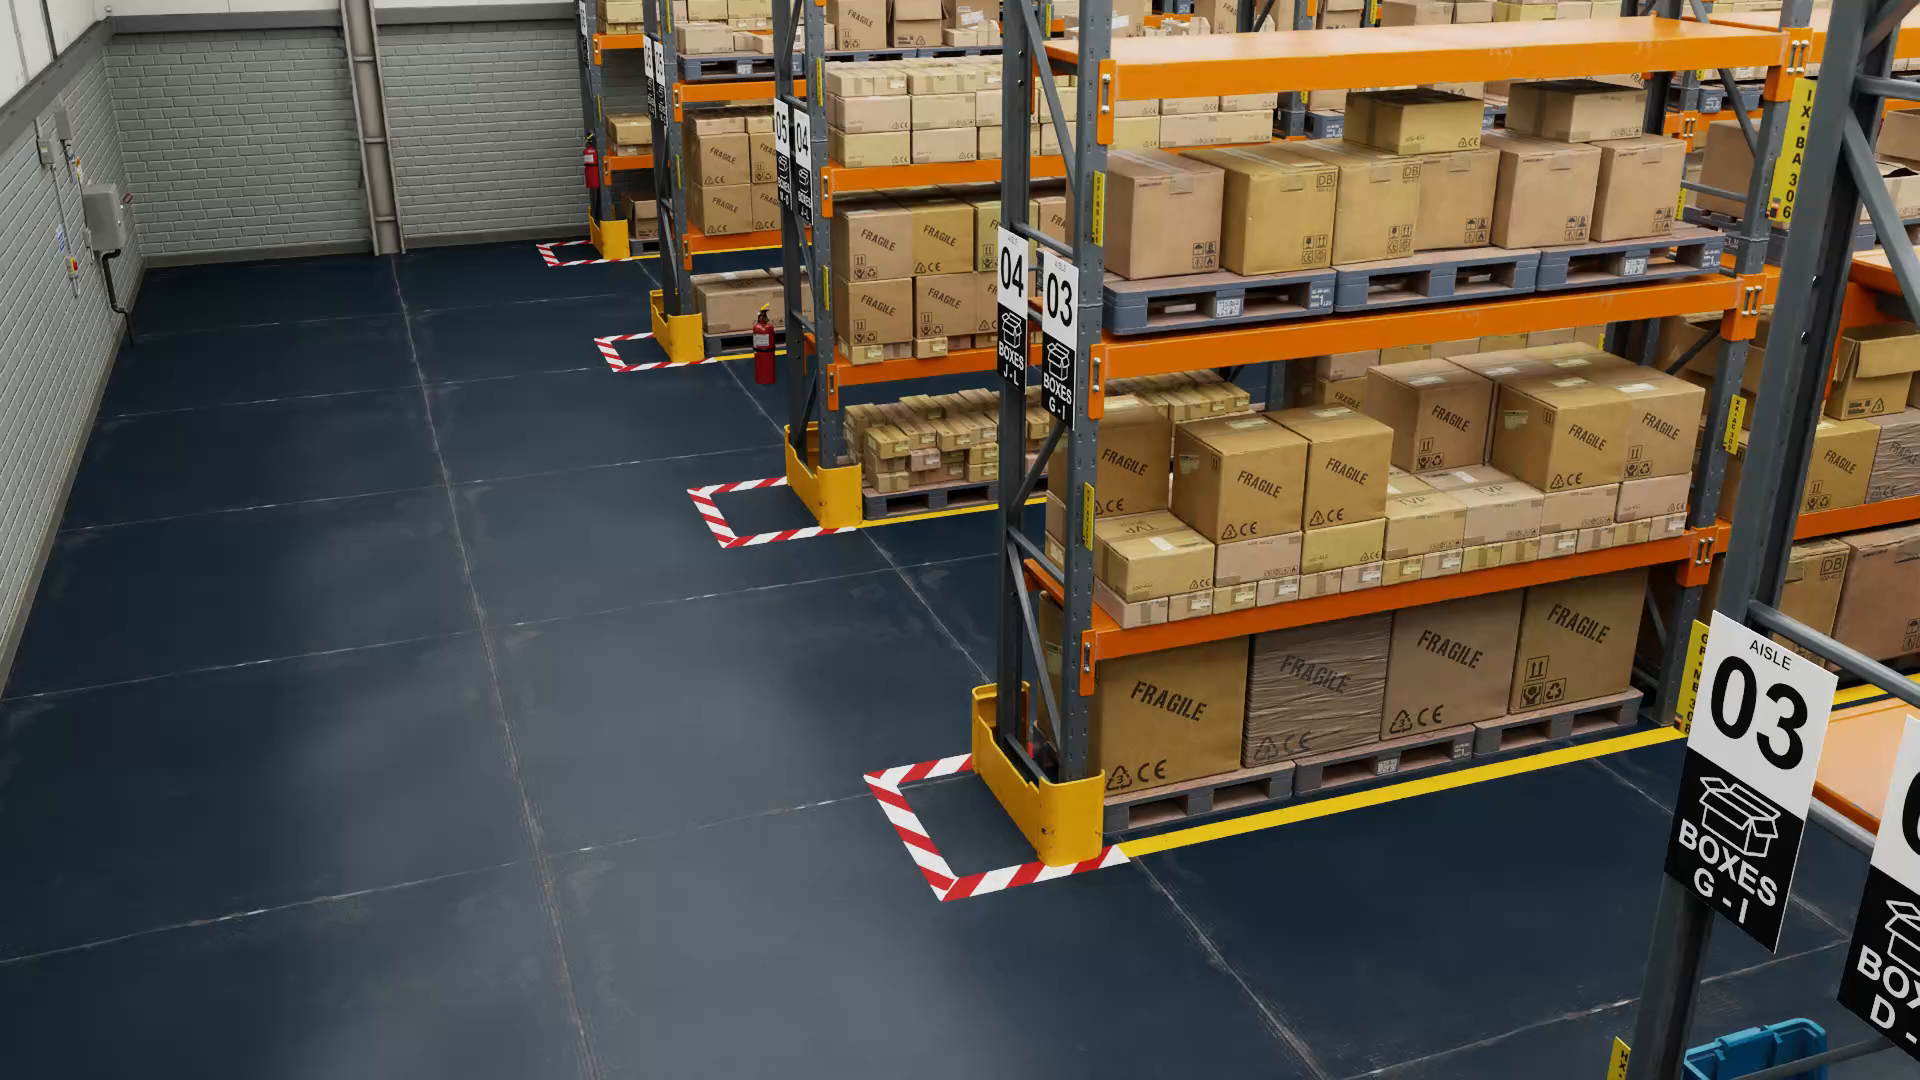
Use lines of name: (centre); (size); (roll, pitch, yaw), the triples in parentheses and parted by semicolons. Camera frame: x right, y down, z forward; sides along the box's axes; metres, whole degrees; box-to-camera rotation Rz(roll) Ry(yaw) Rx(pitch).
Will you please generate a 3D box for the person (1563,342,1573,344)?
person: (4.542, -0.673, 12.454); (0.763, 1.681, 0.463); (-5, 23, -12)
